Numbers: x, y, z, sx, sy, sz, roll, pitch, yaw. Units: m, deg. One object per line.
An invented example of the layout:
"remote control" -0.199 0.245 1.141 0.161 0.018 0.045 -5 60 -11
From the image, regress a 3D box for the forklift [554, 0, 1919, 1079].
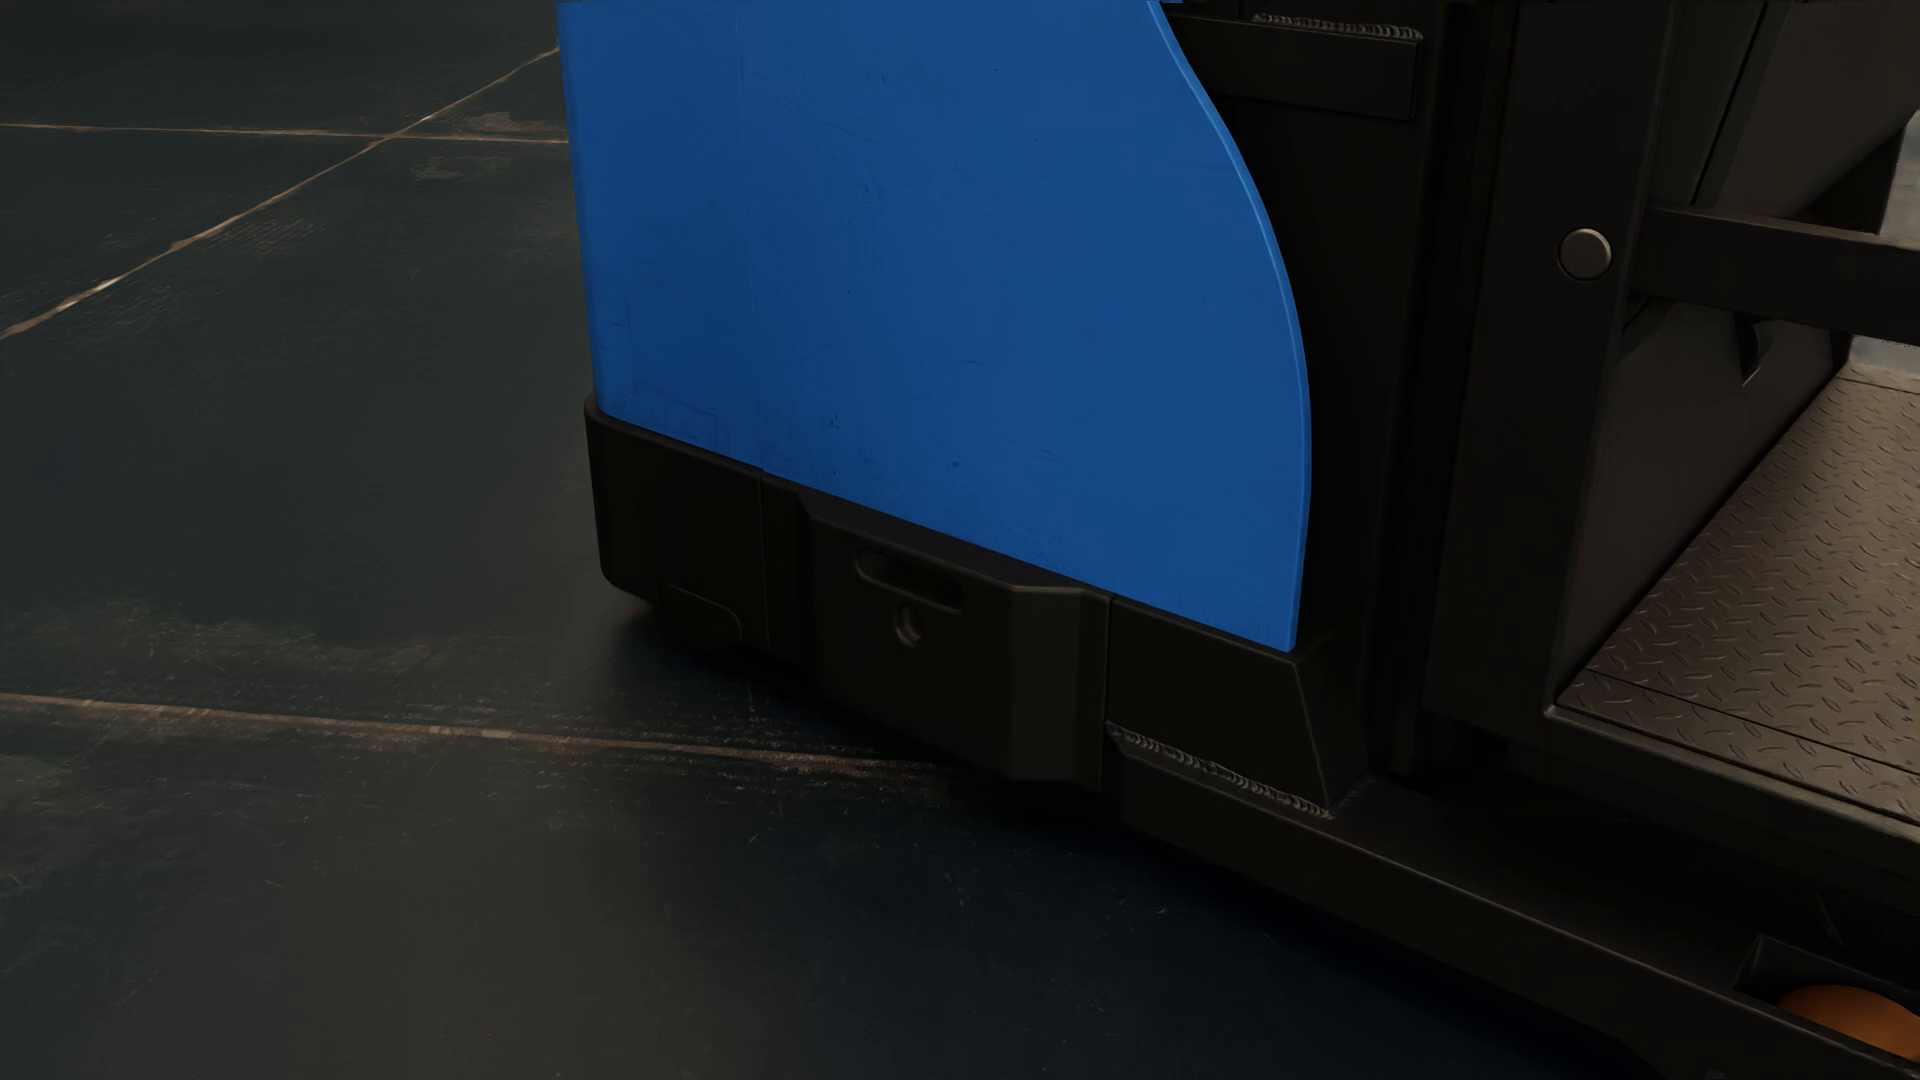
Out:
"forklift" 0.984 -0.980 1.181 3.031 2.935 1.130 19 32 33
